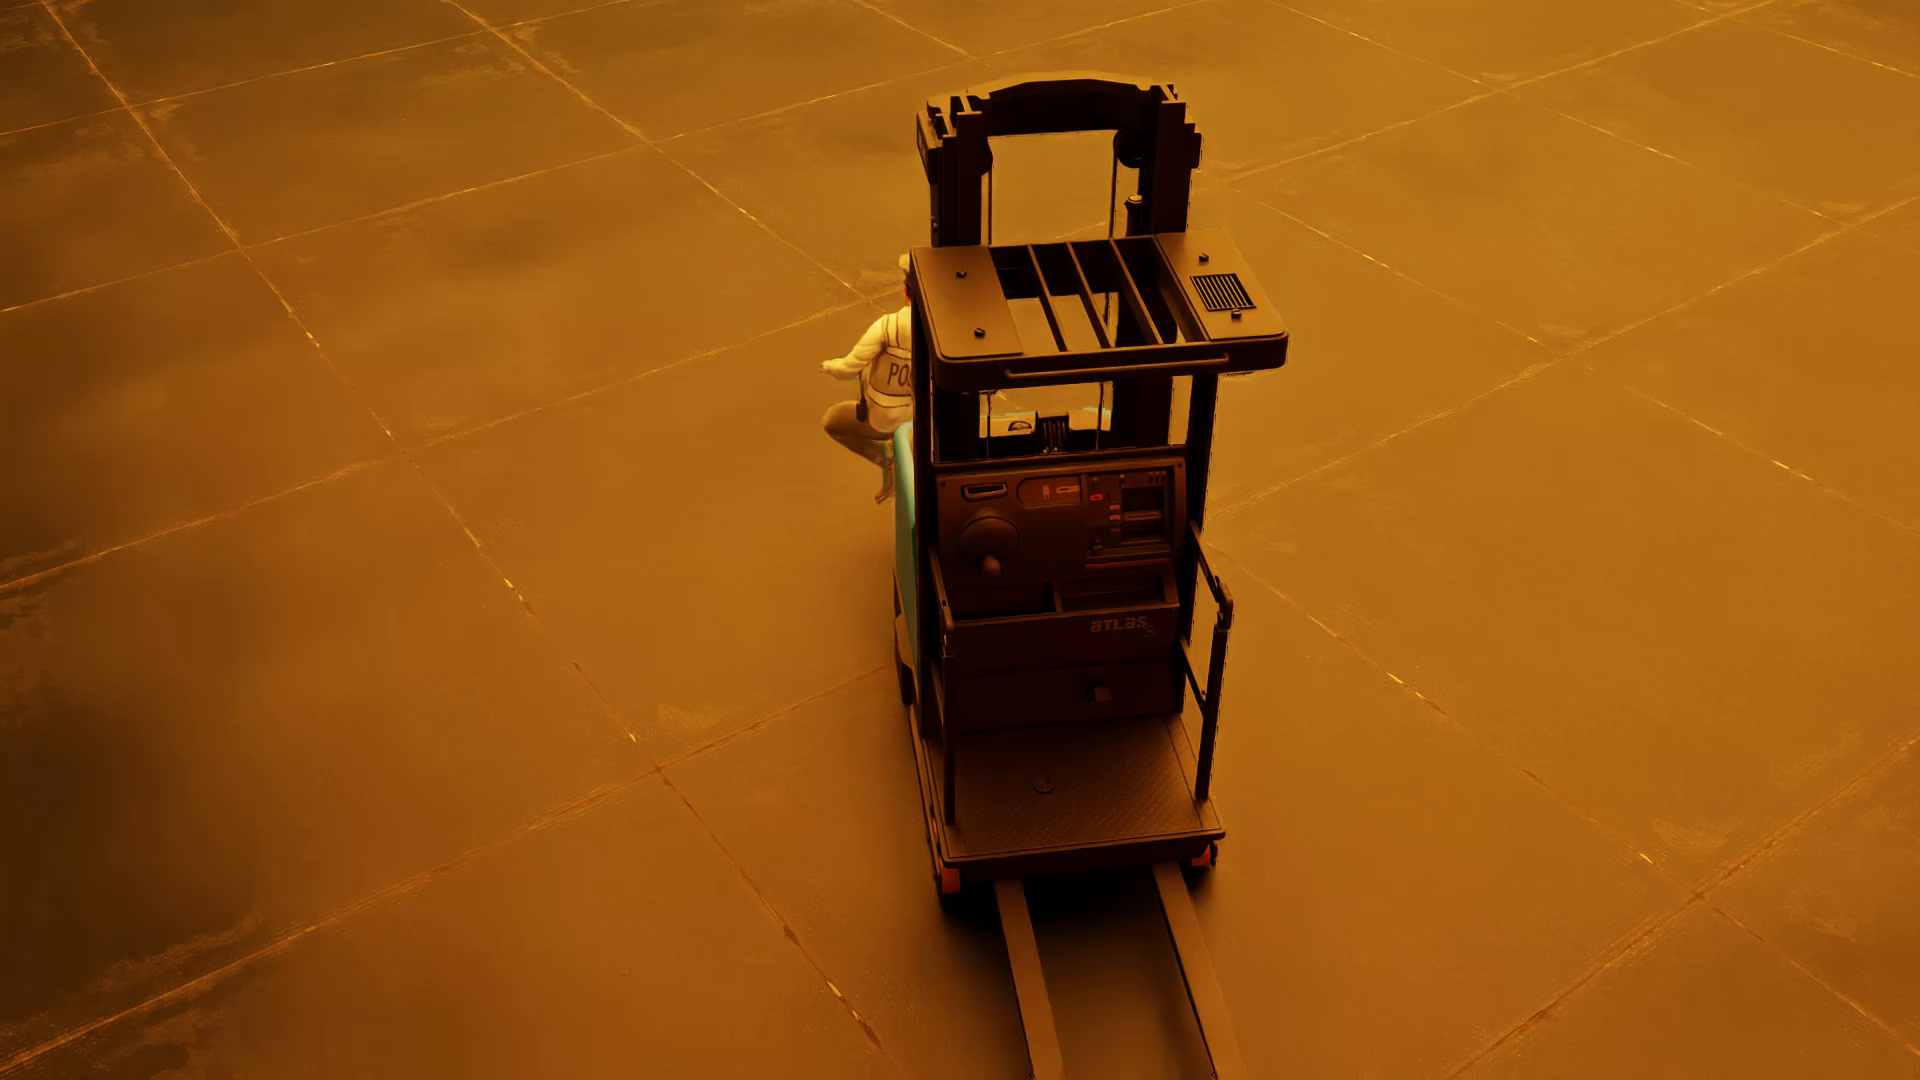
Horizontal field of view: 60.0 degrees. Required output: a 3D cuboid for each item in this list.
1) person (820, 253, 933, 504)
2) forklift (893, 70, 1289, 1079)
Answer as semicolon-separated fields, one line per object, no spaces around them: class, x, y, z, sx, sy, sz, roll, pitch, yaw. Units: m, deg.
person;-0.293;-0.782;8.221;0.774;1.471;0.716;-14;39;-18
forklift;0.411;-0.016;5.967;1.130;2.935;3.031;-5;37;-7
